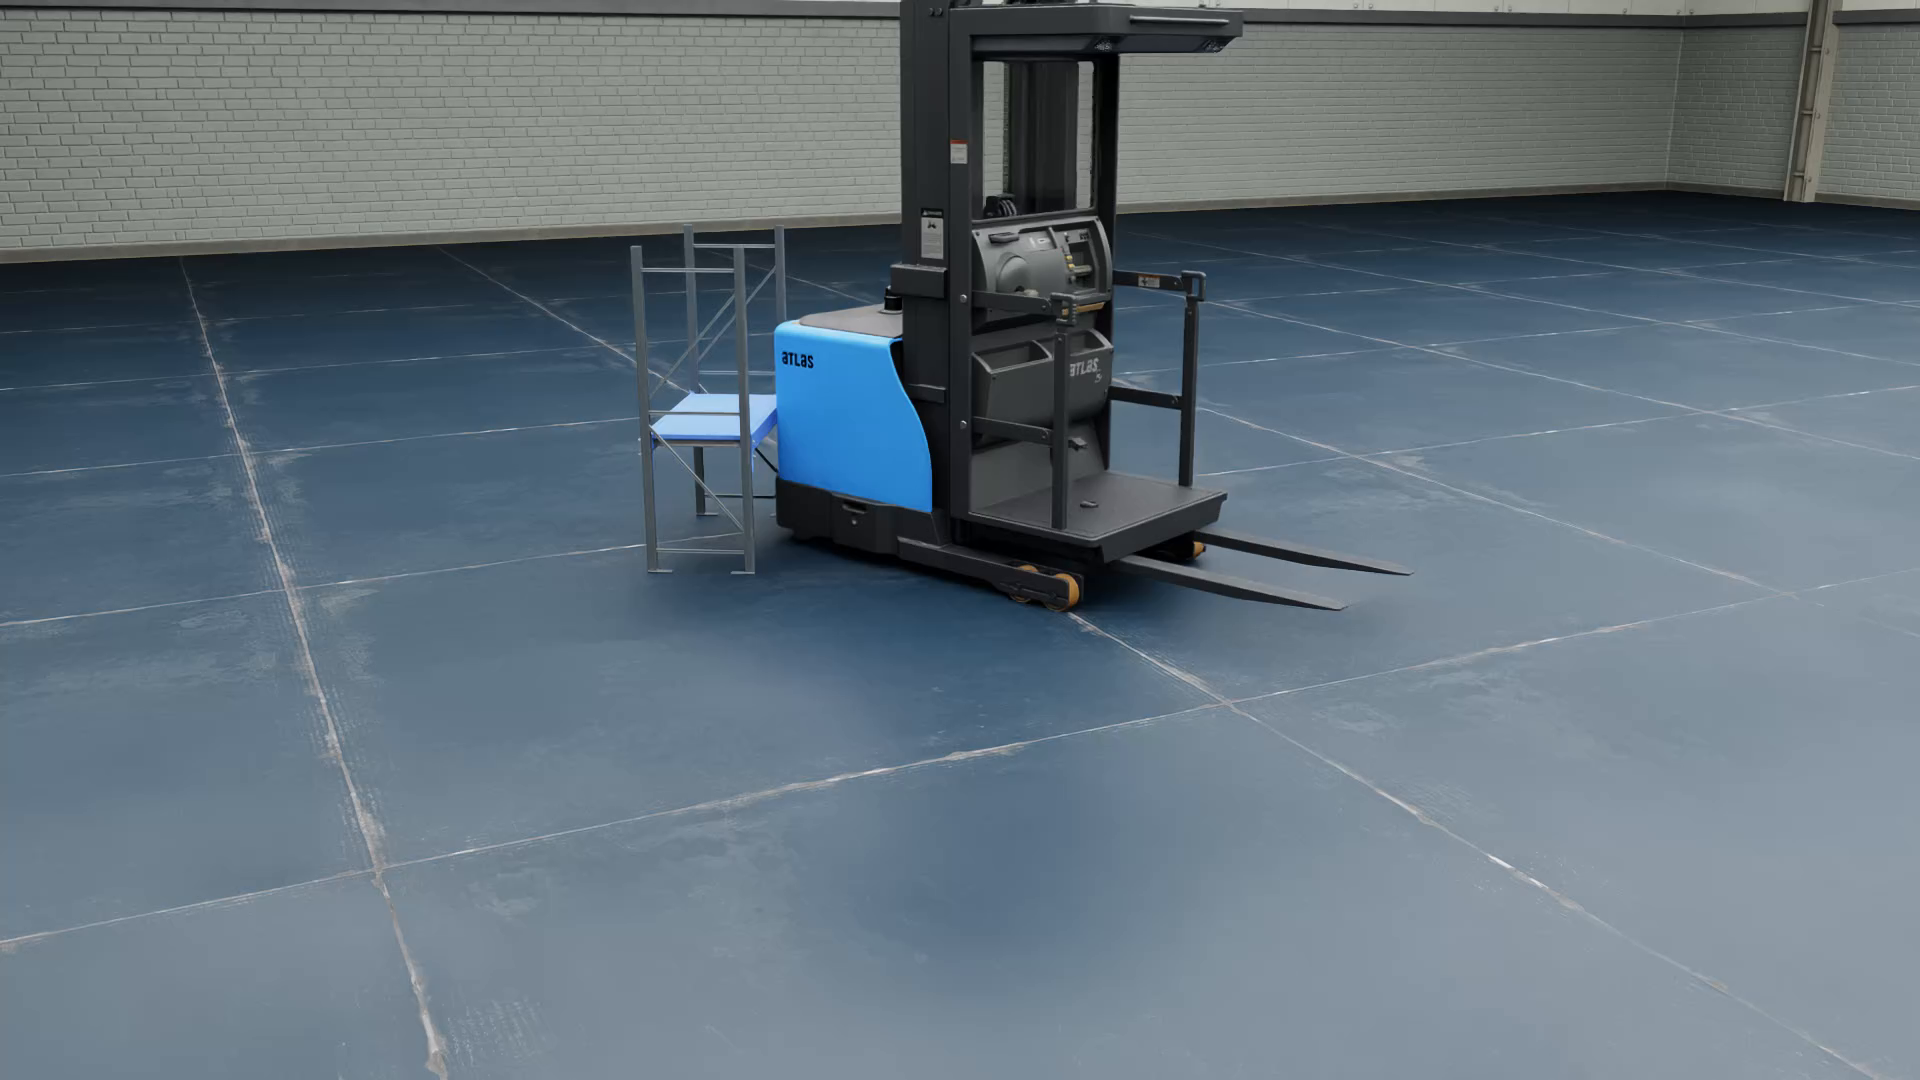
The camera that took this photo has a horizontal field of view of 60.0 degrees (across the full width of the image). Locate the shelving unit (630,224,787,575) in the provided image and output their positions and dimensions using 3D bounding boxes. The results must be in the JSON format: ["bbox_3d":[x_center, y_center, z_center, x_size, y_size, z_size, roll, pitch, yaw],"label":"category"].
[{"bbox_3d":[-1.163,-0.708,7.997,0.538,1.500,1.048,1,16,4],"label":"shelving unit"}]

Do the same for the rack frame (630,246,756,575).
[{"bbox_3d":[-1.198,-0.568,7.510,0.500,1.500,0.032,1,16,4],"label":"rack frame"}]

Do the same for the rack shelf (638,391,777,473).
[{"bbox_3d":[-1.163,-0.535,8.047,0.538,0.185,1.000,1,16,4],"label":"rack shelf"}]

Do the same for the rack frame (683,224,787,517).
[{"bbox_3d":[-1.128,-0.847,8.485,0.500,1.500,0.032,1,16,4],"label":"rack frame"}]

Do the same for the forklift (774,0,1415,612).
[{"bbox_3d":[0.540,-1.262,7.334,3.031,2.935,1.130,13,21,38],"label":"forklift"}]

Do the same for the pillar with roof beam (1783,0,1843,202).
[{"bbox_3d":[10.487,-9.602,25.395,9.100,9.000,0.400,-8,18,-25],"label":"pillar with roof beam"}]
